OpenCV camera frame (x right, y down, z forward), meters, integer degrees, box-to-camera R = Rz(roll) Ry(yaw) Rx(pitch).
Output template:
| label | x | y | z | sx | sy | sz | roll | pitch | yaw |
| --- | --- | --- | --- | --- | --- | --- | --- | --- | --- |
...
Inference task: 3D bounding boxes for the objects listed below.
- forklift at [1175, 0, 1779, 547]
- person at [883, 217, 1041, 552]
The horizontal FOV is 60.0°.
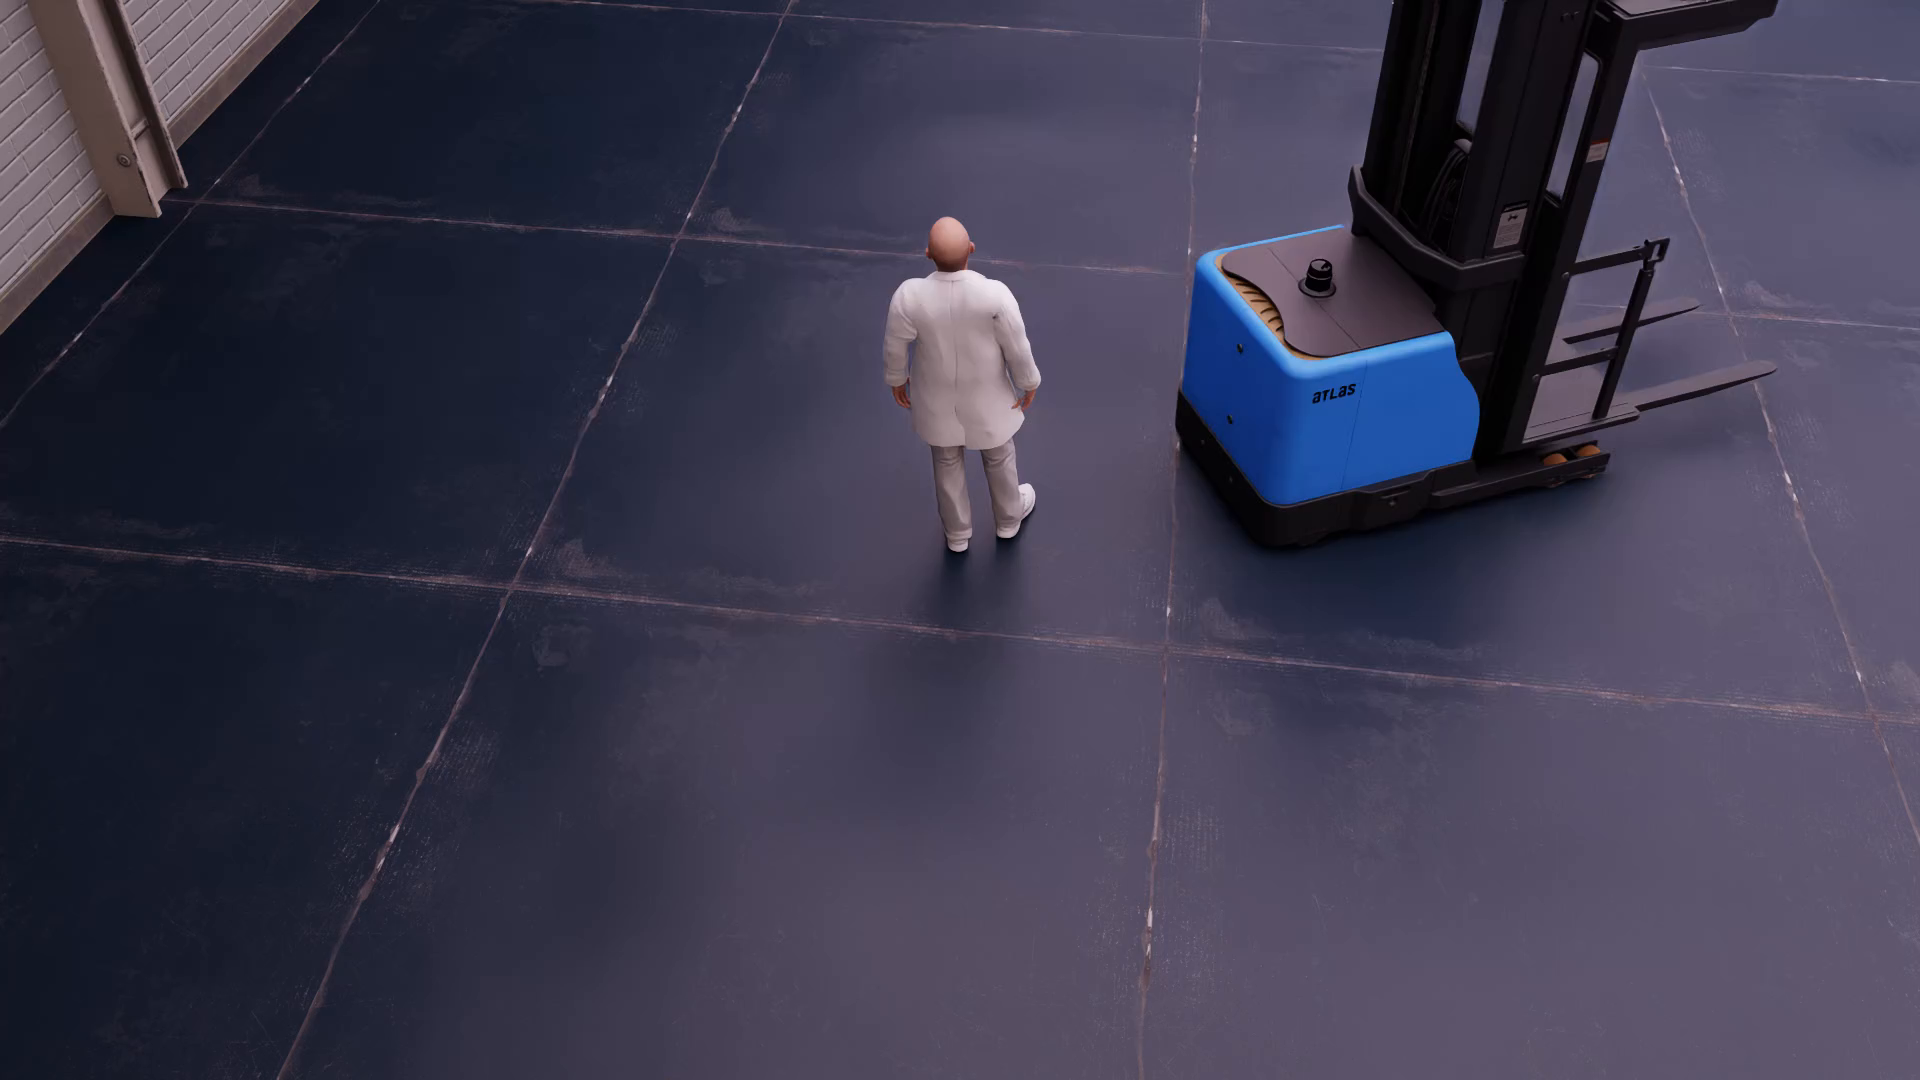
| label | x | y | z | sx | sy | sz | roll | pitch | yaw |
| --- | --- | --- | --- | --- | --- | --- | --- | --- | --- |
| forklift | 2.660 | -1.661 | 7.532 | 3.031 | 2.935 | 1.130 | -14 | 44 | -15 |
| person | 0.016 | -0.721 | 7.351 | 0.696 | 1.778 | 0.578 | 5 | 43 | 6 |
